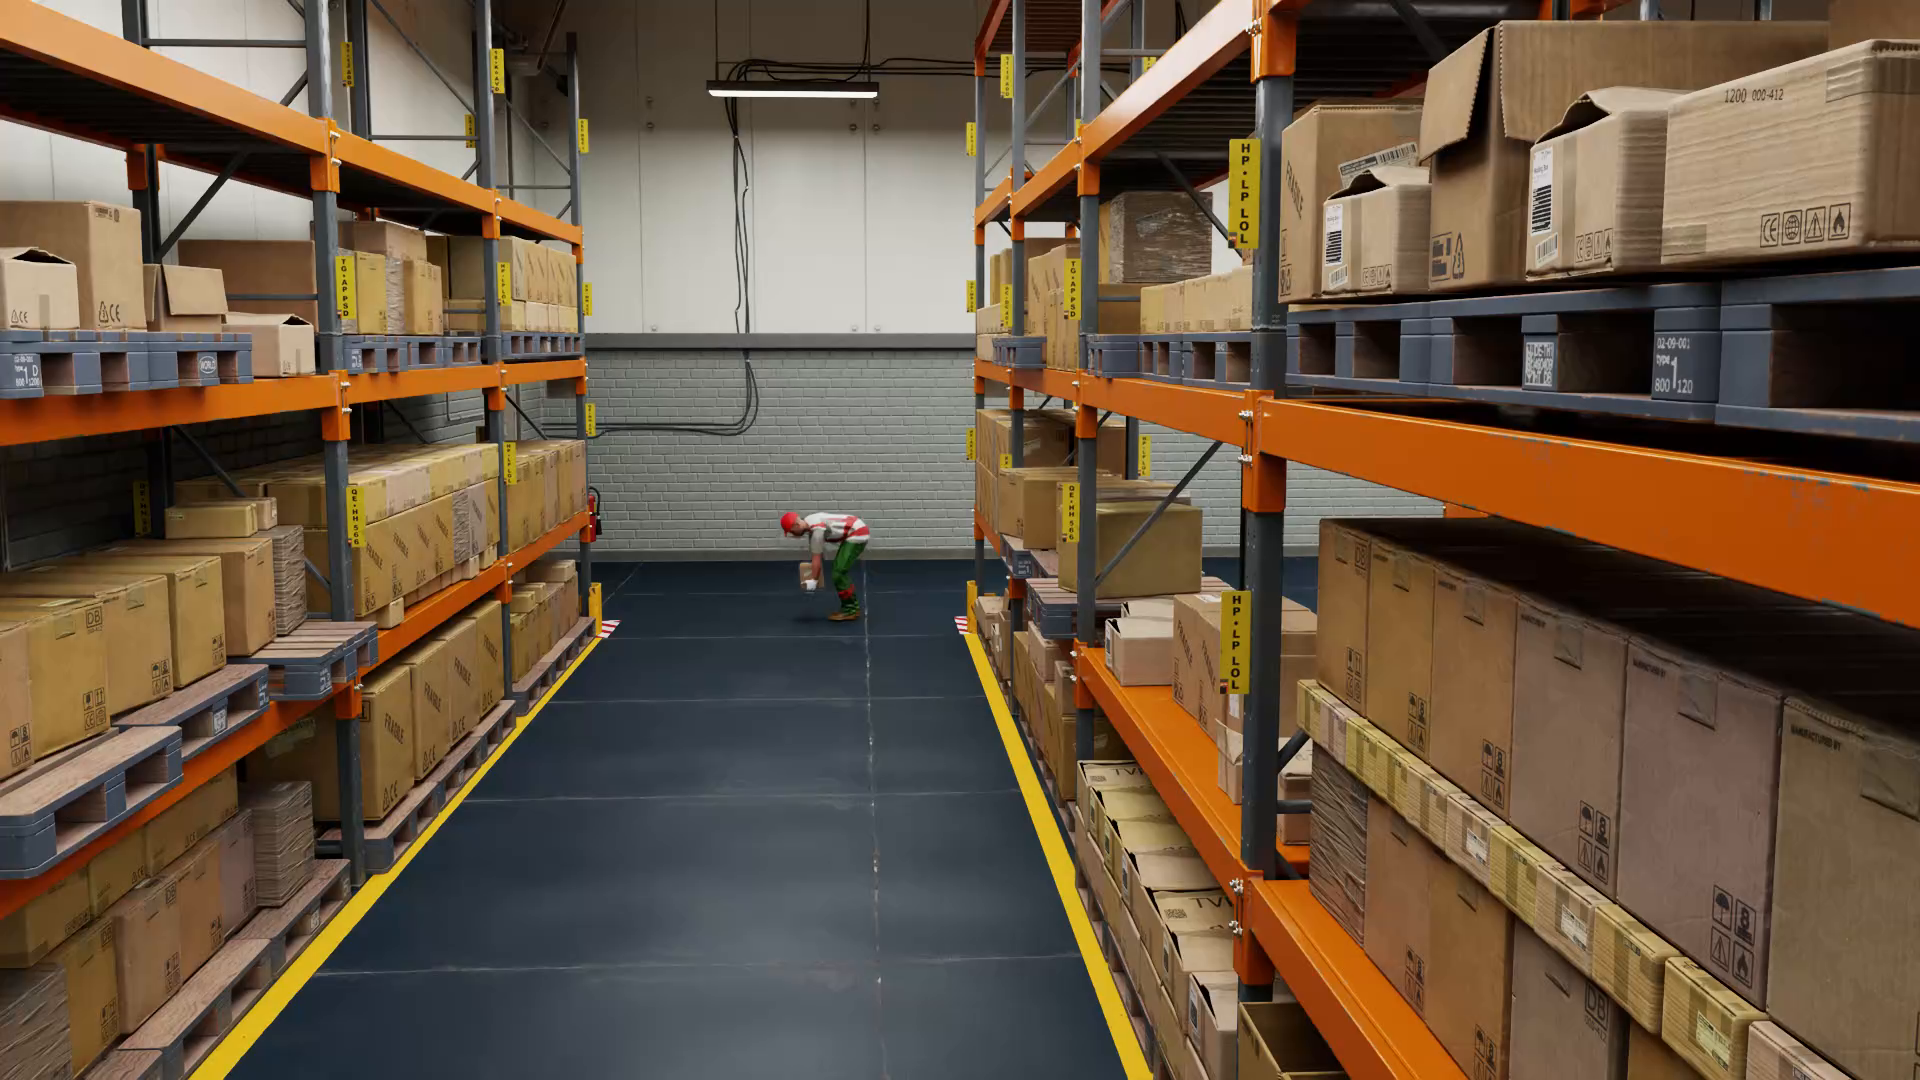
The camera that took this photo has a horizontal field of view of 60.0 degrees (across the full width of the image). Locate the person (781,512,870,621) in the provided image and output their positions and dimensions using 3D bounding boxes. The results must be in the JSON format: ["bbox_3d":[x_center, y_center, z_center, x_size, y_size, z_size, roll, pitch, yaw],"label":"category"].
[{"bbox_3d":[-1.446,0.276,17.927,0.957,1.167,0.487,-1,7,-6],"label":"person"}]
